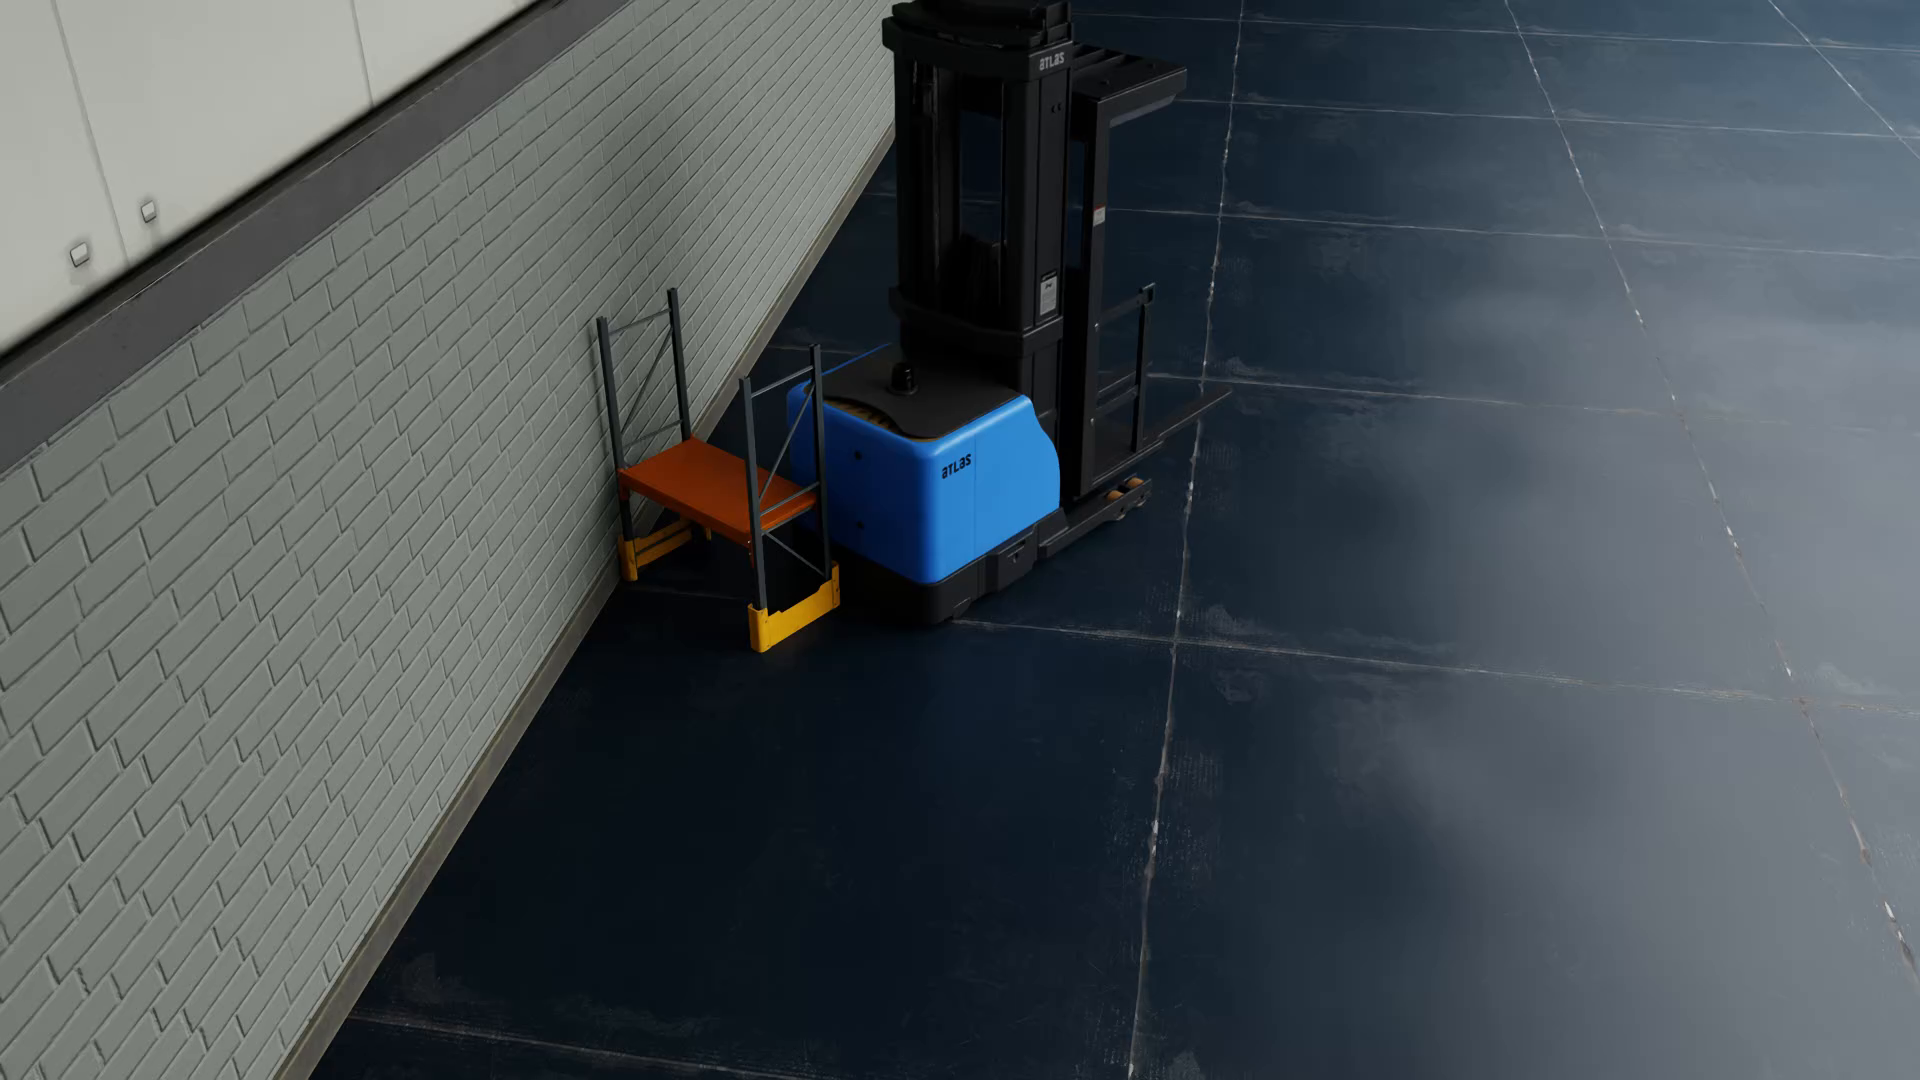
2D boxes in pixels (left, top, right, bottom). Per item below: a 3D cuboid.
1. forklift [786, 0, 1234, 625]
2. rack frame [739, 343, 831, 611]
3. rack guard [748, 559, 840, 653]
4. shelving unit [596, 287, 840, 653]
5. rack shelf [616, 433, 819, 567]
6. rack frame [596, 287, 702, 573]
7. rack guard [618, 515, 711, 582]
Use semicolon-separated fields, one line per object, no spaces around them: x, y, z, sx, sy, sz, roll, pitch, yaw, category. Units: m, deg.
0.451;-1.513;8.905;1.130;2.935;3.031;25;40;34;forklift
-0.839;-0.198;8.153;0.032;1.500;0.500;24;39;33;rack frame
-0.840;0.331;8.485;0.087;0.250;0.587;24;39;33;rack guard
-1.220;-0.370;8.427;1.083;1.500;0.587;24;39;33;shelving unit
-1.227;-0.220;8.528;1.000;0.185;0.538;24;39;33;rack shelf
-1.614;-0.548;8.711;0.032;1.500;0.500;24;39;33;rack frame
-1.599;-0.011;9.032;0.087;0.250;0.587;24;39;33;rack guard
